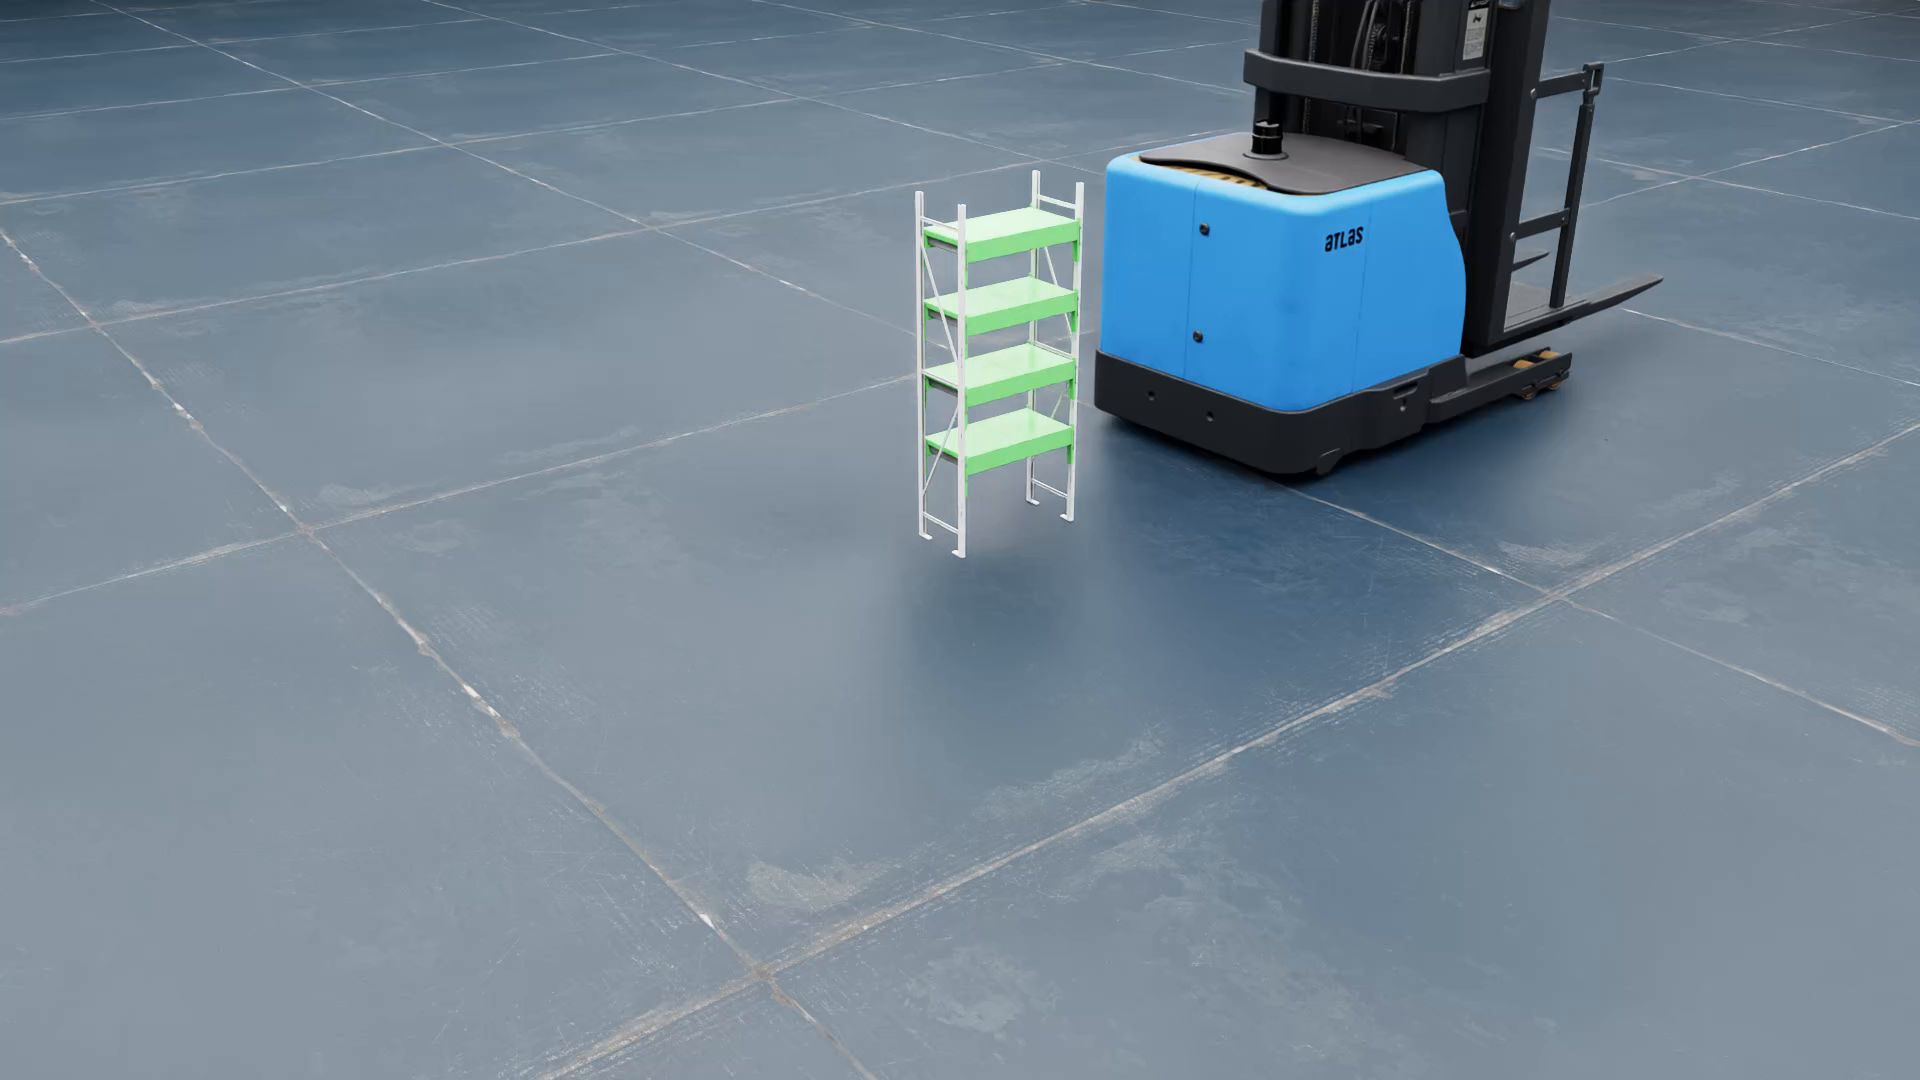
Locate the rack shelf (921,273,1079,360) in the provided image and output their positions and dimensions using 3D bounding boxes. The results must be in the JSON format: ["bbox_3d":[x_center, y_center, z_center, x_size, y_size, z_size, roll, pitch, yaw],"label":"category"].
[{"bbox_3d":[0.130,-0.747,5.516,0.480,0.148,0.258,-18,31,-34],"label":"rack shelf"}]

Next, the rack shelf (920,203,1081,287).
[{"bbox_3d":[0.130,-0.965,5.415,0.480,0.148,0.258,-18,31,-34],"label":"rack shelf"}]

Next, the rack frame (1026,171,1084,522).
[{"bbox_3d":[0.322,-0.651,5.727,0.015,1.200,0.240,-18,31,-34],"label":"rack frame"}]

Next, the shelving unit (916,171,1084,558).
[{"bbox_3d":[0.130,-0.587,5.590,0.503,1.200,0.258,-18,31,-34],"label":"shelving unit"}]

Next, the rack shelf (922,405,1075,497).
[{"bbox_3d":[0.130,-0.312,5.718,0.480,0.148,0.258,-18,31,-34],"label":"rack shelf"}]

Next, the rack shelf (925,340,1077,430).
[{"bbox_3d":[0.130,-0.529,5.617,0.480,0.148,0.258,-18,31,-34],"label":"rack shelf"}]

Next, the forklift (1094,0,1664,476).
[{"bbox_3d":[1.990,-2.070,6.728,3.031,2.935,1.130,-20,32,-36],"label":"forklift"}]

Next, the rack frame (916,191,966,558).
[{"bbox_3d":[-0.062,-0.524,5.453,0.015,1.200,0.240,-18,31,-34],"label":"rack frame"}]
